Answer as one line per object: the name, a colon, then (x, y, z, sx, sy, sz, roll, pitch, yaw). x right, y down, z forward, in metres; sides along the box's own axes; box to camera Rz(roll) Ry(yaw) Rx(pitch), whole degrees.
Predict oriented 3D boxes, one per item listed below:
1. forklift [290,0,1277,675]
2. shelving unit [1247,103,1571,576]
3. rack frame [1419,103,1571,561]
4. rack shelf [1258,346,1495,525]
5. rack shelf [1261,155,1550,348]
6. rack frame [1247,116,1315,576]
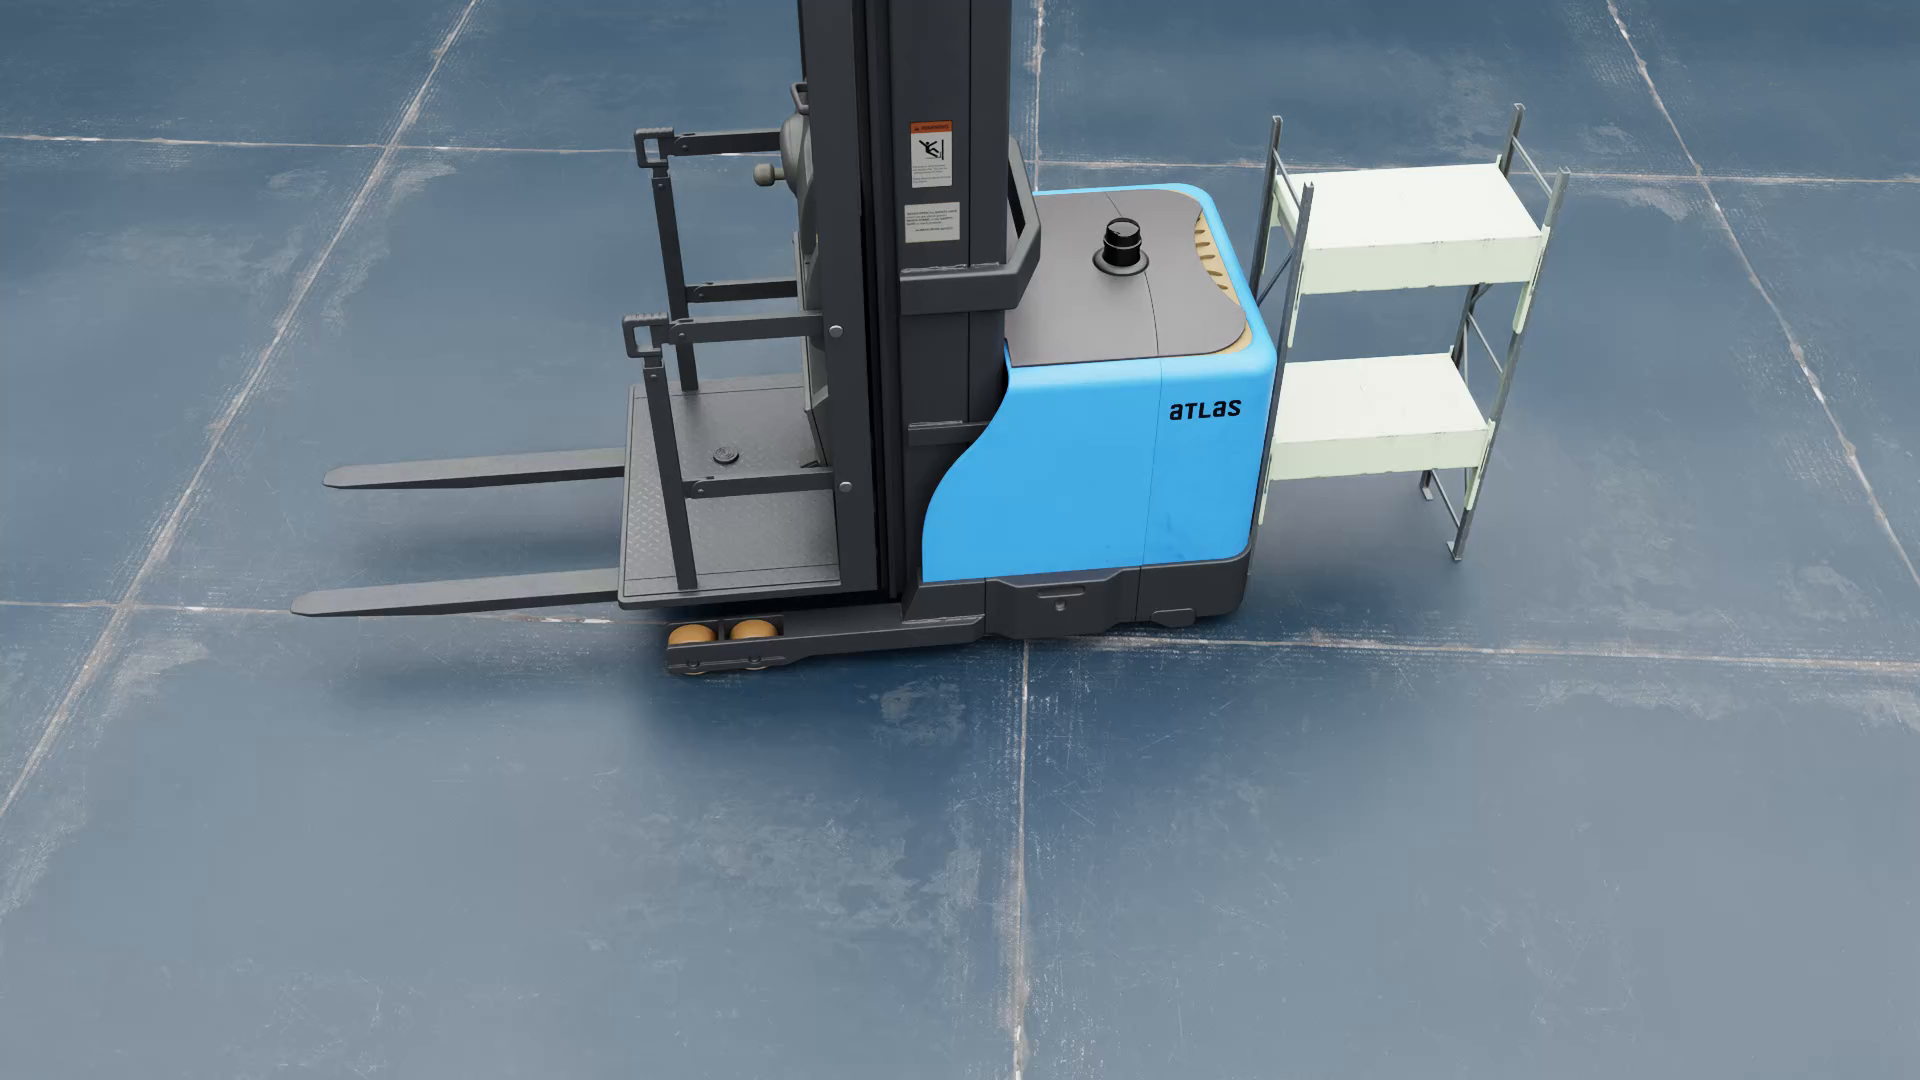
forklift: (-0.622, -1.025, 4.700, 3.031, 2.935, 1.130, -4, 43, -5)
shelving unit: (1.314, -0.588, 5.281, 0.755, 1.500, 0.431, -4, 43, -4)
rack frame: (1.678, -0.613, 5.308, 0.023, 1.500, 0.400, -4, 43, -4)
rack shelf: (1.314, -0.349, 5.503, 0.720, 0.370, 0.431, -4, 43, -4)
rack shelf: (1.314, -0.873, 5.015, 0.720, 0.370, 0.431, -4, 43, -4)
rack frame: (0.950, -0.562, 5.253, 0.023, 1.500, 0.400, -4, 43, -4)
